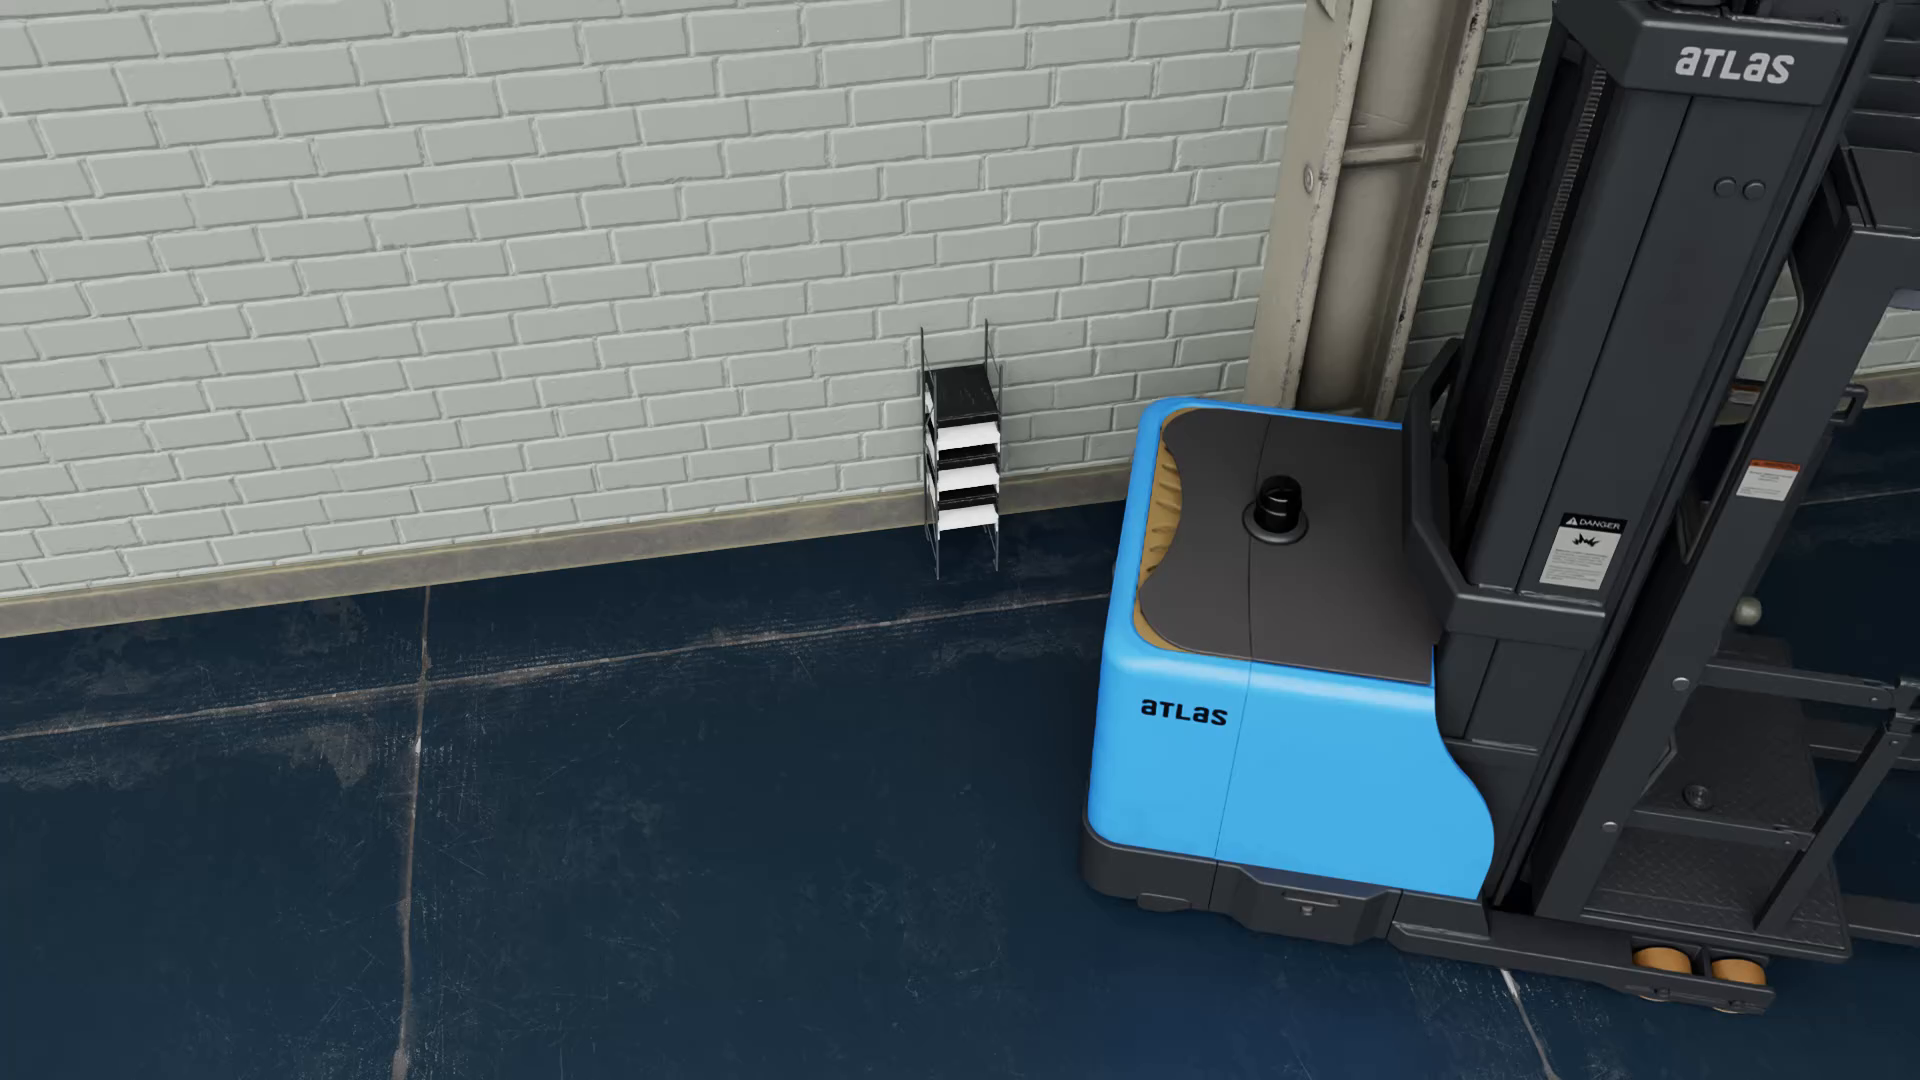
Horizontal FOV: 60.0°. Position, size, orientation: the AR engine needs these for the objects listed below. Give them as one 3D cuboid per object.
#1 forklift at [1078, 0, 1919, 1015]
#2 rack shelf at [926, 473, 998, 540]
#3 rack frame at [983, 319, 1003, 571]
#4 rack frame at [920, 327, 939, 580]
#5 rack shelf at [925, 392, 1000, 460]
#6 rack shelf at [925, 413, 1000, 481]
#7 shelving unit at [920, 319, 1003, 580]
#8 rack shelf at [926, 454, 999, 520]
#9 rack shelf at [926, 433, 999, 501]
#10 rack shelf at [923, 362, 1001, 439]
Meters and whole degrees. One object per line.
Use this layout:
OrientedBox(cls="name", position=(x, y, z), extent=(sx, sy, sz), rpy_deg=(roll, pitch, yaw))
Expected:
OrientedBox(cls="forklift", position=(1.905, -0.151, 3.860), extent=(3.031, 2.935, 1.130), rpy_deg=(8, 47, 7))
OrientedBox(cls="rack shelf", position=(0.003, -0.129, 5.545), extent=(0.200, 0.077, 0.258), rpy_deg=(-8, 47, -8))
OrientedBox(cls="rack frame", position=(0.103, -0.291, 5.405), extent=(0.006, 0.900, 0.240), rpy_deg=(-8, 47, -8))
OrientedBox(cls="rack frame", position=(-0.097, -0.263, 5.378), extent=(0.006, 0.900, 0.240), rpy_deg=(-8, 47, -8))
OrientedBox(cls="rack shelf", position=(0.003, -0.378, 5.285), extent=(0.200, 0.077, 0.258), rpy_deg=(-8, 47, -8))
OrientedBox(cls="rack shelf", position=(0.003, -0.316, 5.350), extent=(0.200, 0.077, 0.258), rpy_deg=(-8, 47, -8))
OrientedBox(cls="shelving unit", position=(0.003, -0.277, 5.391), extent=(0.210, 0.900, 0.258), rpy_deg=(-8, 47, -8))
OrientedBox(cls="rack shelf", position=(0.003, -0.191, 5.480), extent=(0.200, 0.077, 0.258), rpy_deg=(-8, 47, -8))
OrientedBox(cls="rack shelf", position=(0.003, -0.253, 5.415), extent=(0.200, 0.077, 0.258), rpy_deg=(-8, 47, -8))
OrientedBox(cls="rack shelf", position=(0.003, -0.440, 5.221), extent=(0.200, 0.077, 0.258), rpy_deg=(-8, 47, -8))
